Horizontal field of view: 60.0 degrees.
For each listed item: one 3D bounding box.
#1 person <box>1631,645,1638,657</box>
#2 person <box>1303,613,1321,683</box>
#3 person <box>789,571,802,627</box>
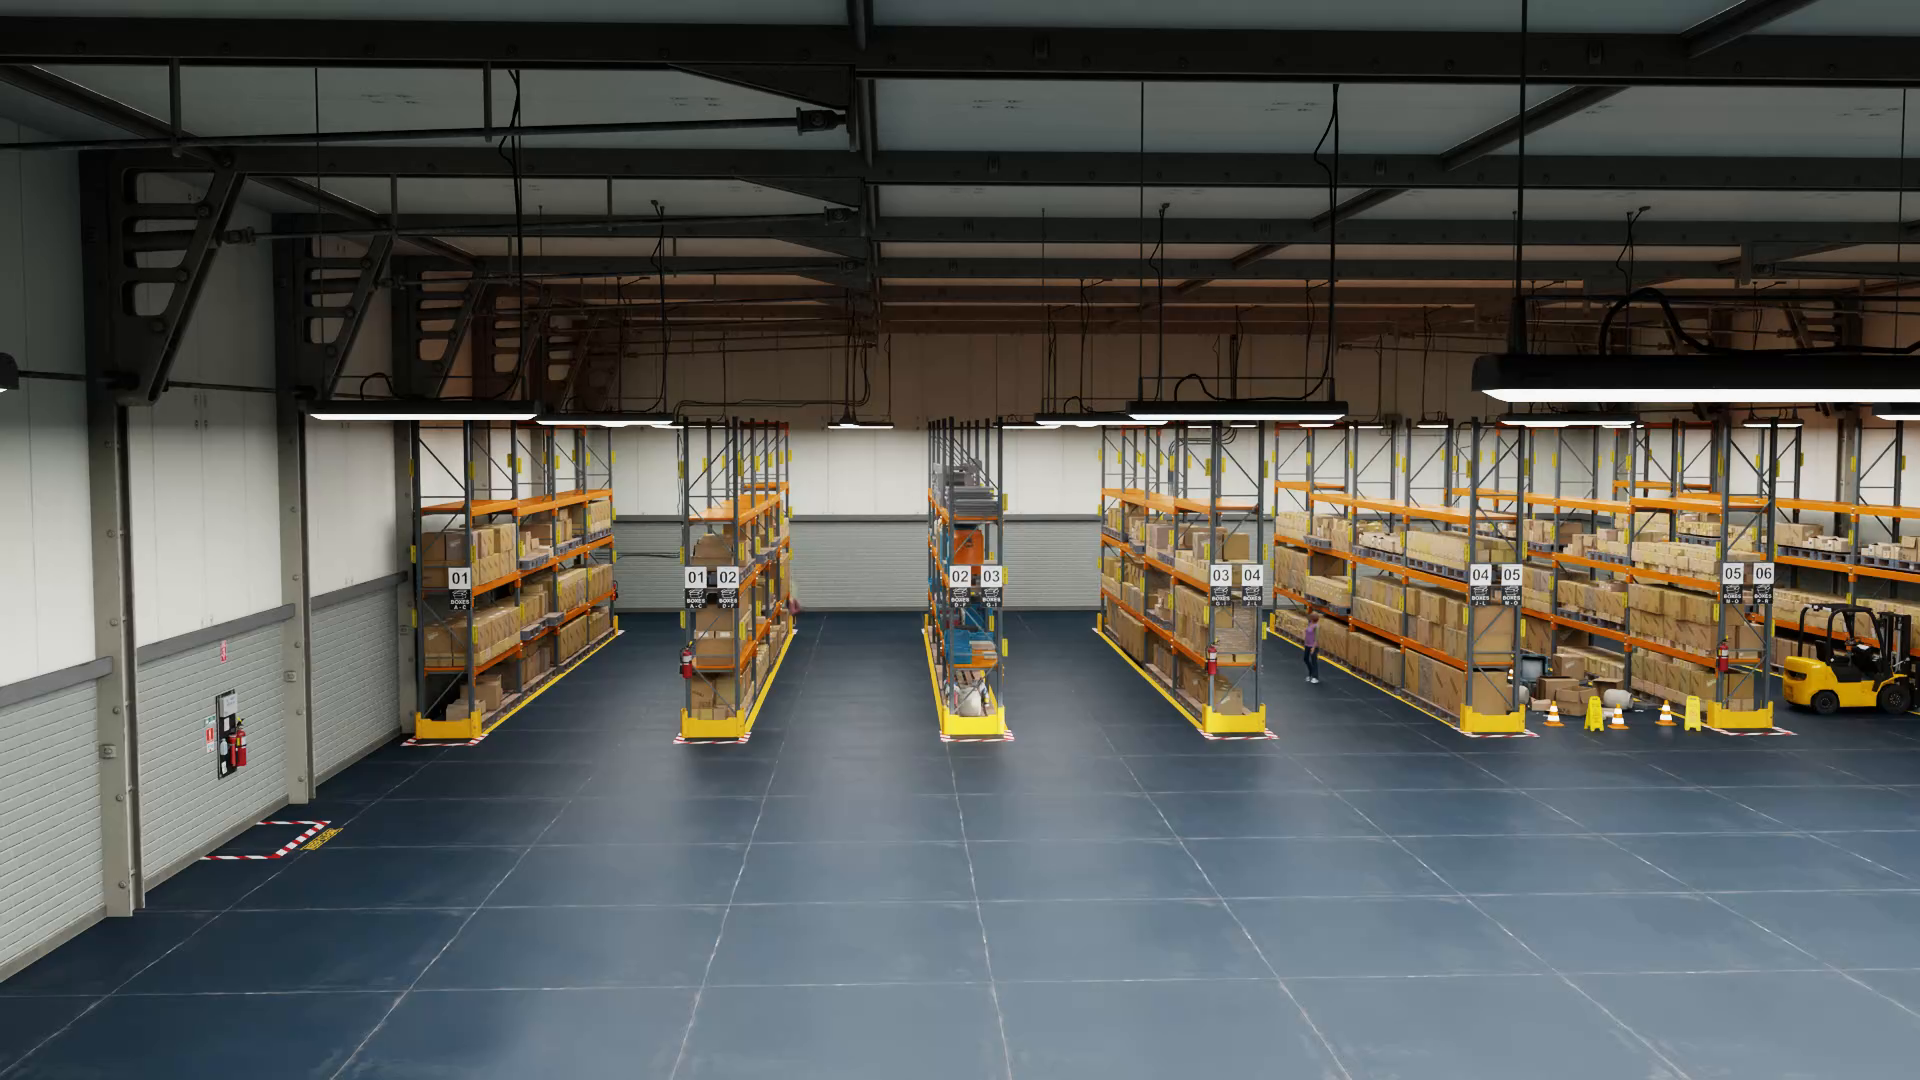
[{"bbox_3d":[16.610,2.194,41.240,0.503,1.658,0.466,-4,5,-44],"label":"person"},{"bbox_3d":[8.039,2.454,37.972,0.350,1.618,0.505,-2,4,-23],"label":"person"},{"bbox_3d":[-4.866,1.718,48.395,0.462,1.655,0.500,1,4,12],"label":"person"}]
